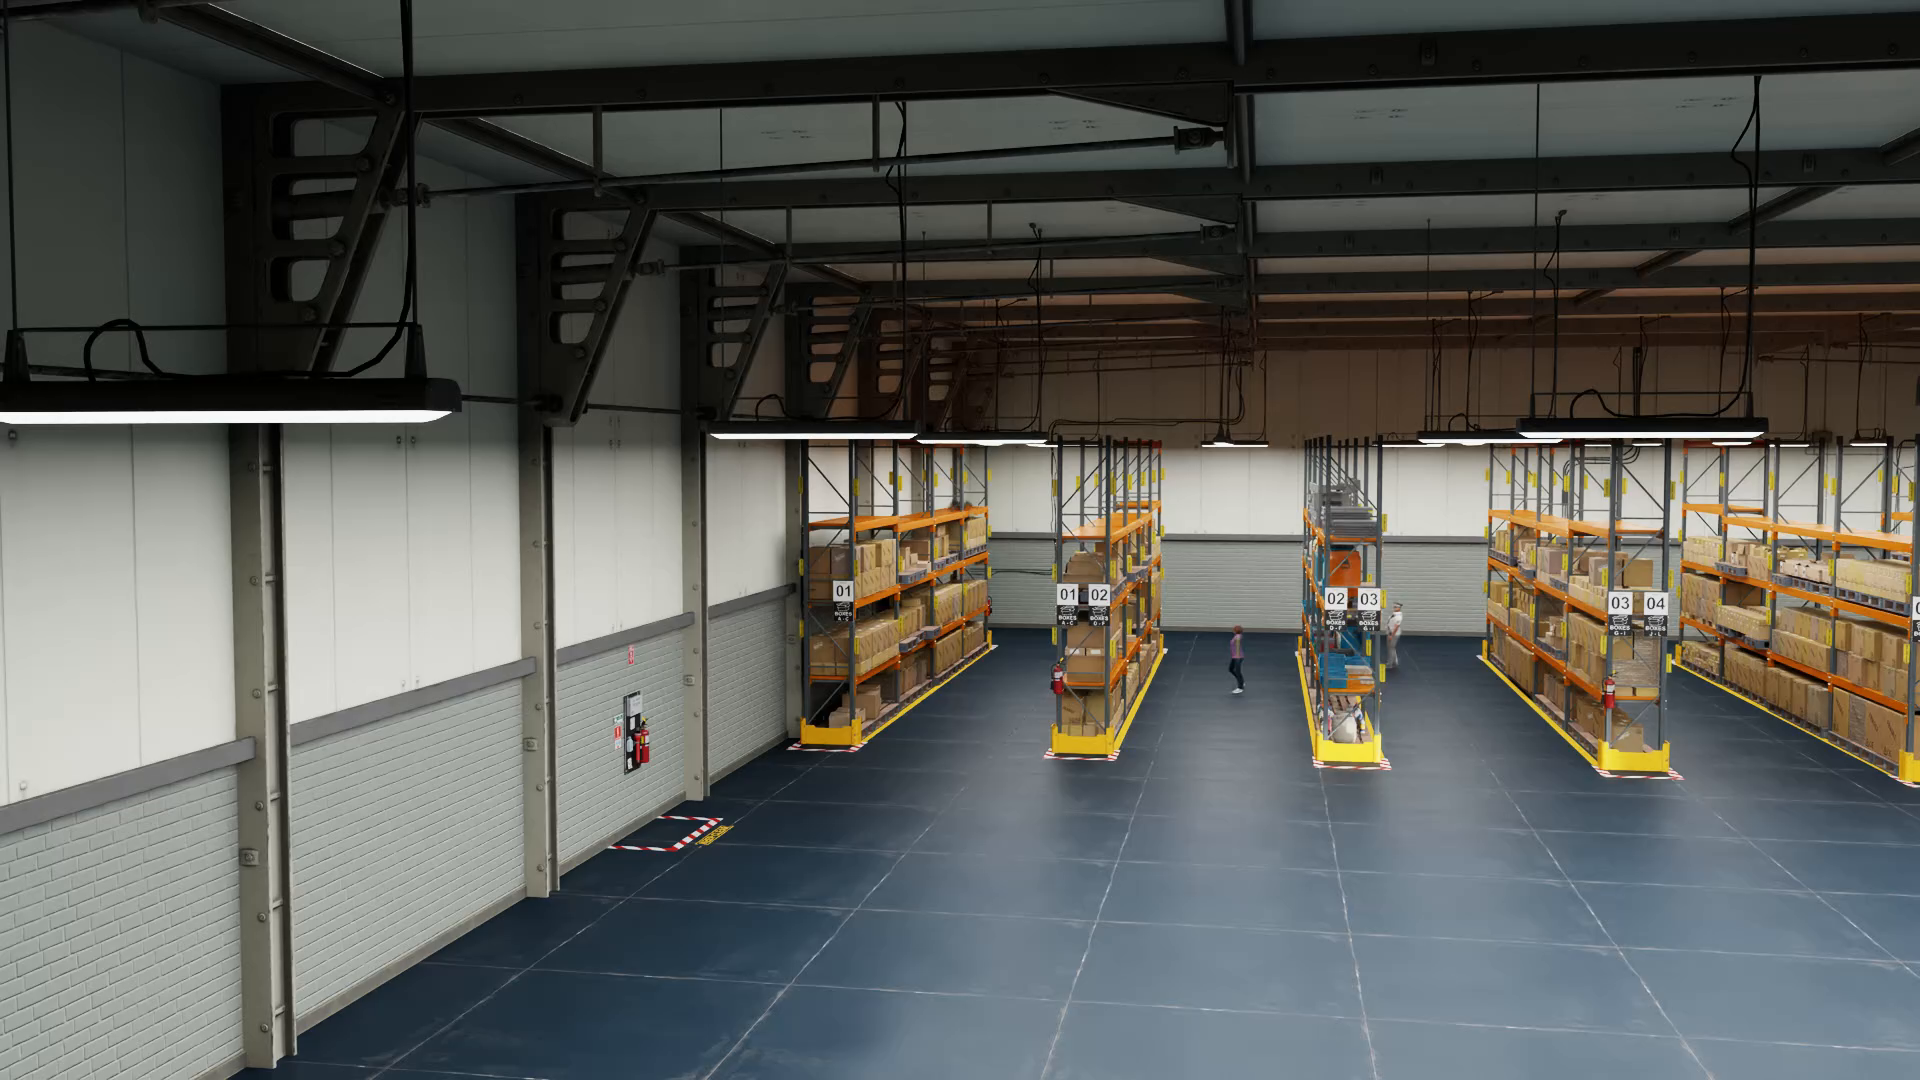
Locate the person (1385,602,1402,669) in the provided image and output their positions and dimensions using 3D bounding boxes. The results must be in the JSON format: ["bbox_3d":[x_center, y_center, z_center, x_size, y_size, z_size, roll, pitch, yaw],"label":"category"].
[{"bbox_3d":[11.282,2.504,43.490,0.562,1.797,0.630,1,3,19],"label":"person"}]

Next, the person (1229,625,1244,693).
[{"bbox_3d":[6.537,2.790,39.243,0.360,1.604,0.471,0,3,4],"label":"person"}]

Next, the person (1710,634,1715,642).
[{"bbox_3d":[20.655,2.382,45.484,0.956,1.704,0.632,3,4,42],"label":"person"}]
